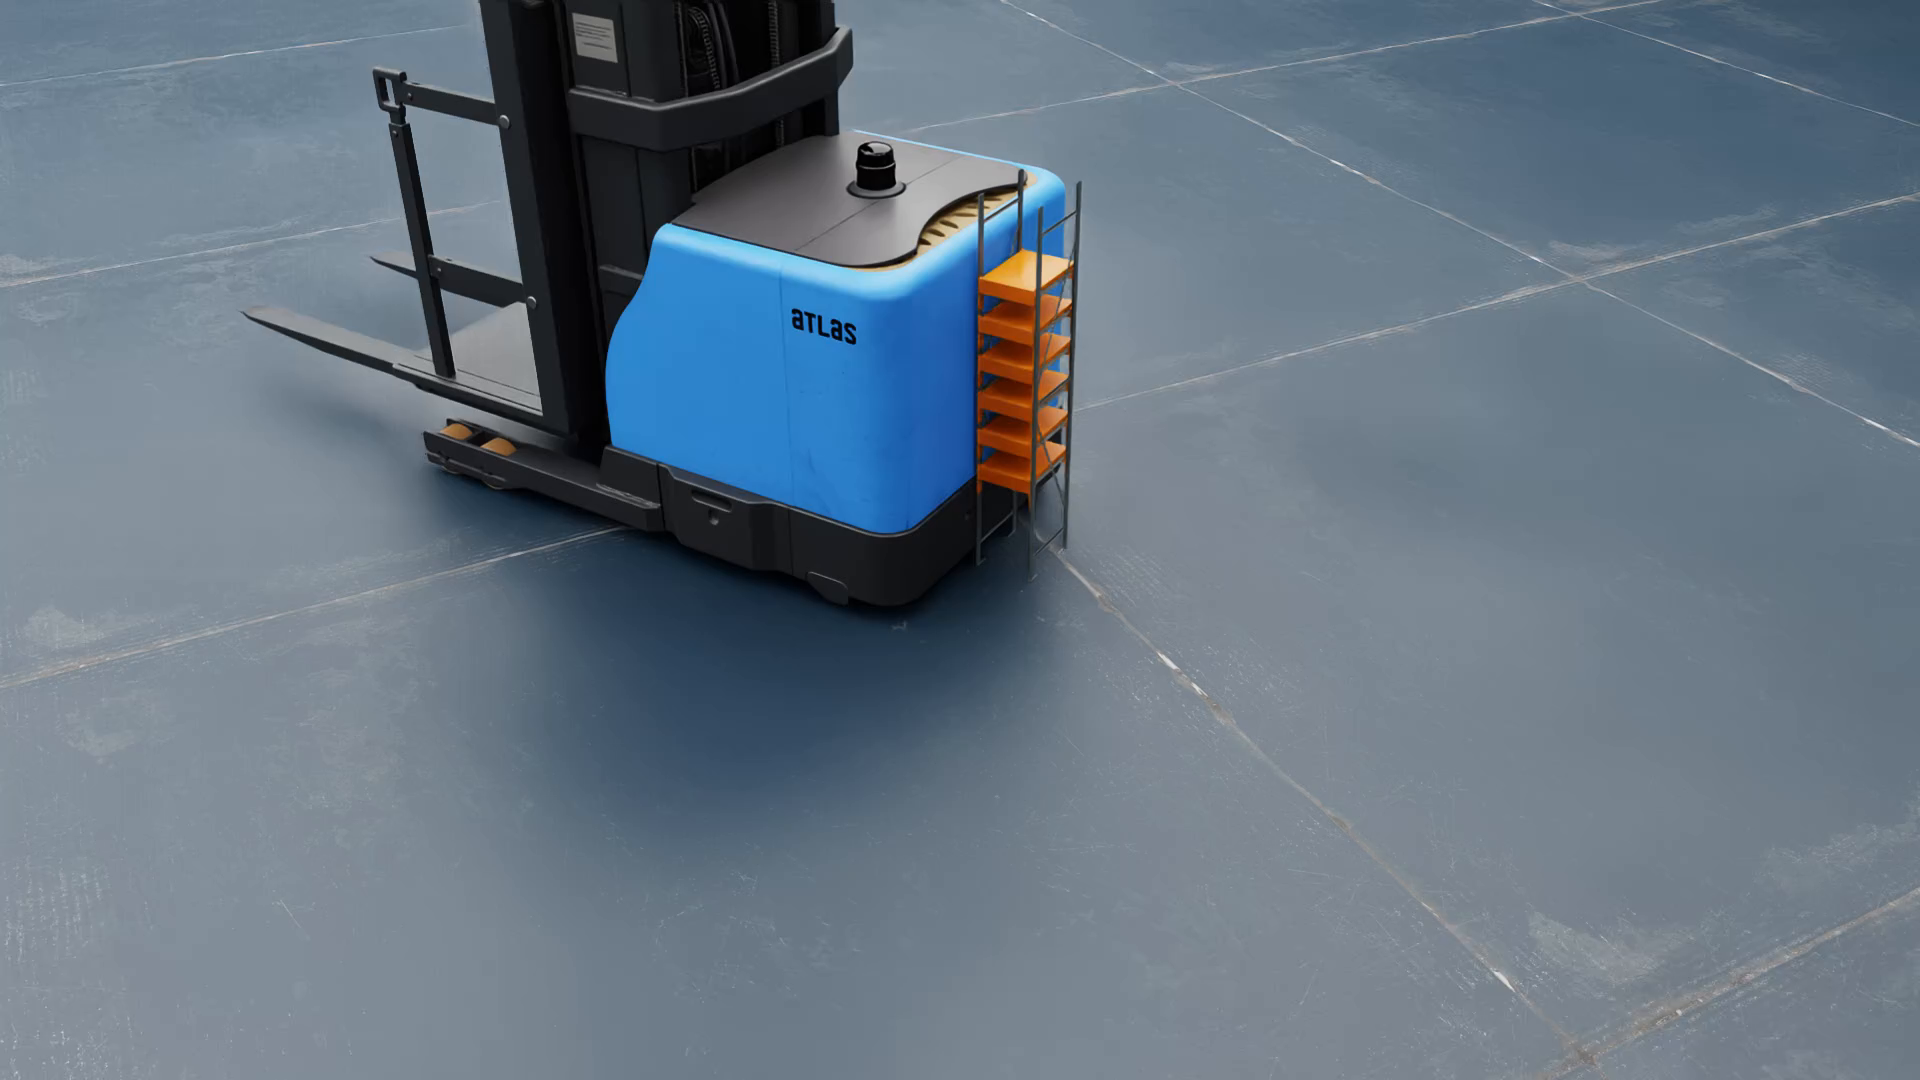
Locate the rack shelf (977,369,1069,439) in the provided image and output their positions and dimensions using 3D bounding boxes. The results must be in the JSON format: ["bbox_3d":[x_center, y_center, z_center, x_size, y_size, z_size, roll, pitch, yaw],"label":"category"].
[{"bbox_3d":[0.192,-0.415,4.867,0.180,0.103,0.258,18,37,26],"label":"rack shelf"}]

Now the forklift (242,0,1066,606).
[{"bbox_3d":[-1.195,-1.625,5.069,3.031,2.935,1.130,18,37,26],"label":"forklift"}]

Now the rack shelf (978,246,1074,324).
[{"bbox_3d":[0.192,-0.718,4.673,0.180,0.103,0.258,18,37,26],"label":"rack shelf"}]

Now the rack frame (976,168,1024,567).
[{"bbox_3d":[0.114,-0.478,4.883,0.006,1.200,0.240,18,37,26],"label":"rack frame"}]

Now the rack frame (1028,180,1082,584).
[{"bbox_3d":[0.270,-0.426,4.803,0.006,1.200,0.240,18,37,26],"label":"rack frame"}]

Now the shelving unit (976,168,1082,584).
[{"bbox_3d":[0.192,-0.452,4.843,0.189,1.200,0.258,18,37,26],"label":"shelving unit"}]

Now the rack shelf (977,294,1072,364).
[{"bbox_3d":[0.192,-0.617,4.738,0.180,0.103,0.258,18,37,26],"label":"rack shelf"}]

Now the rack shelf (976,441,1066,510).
[{"bbox_3d":[0.192,-0.213,4.997,0.180,0.103,0.258,18,37,26],"label":"rack shelf"}]

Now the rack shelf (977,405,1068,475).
[{"bbox_3d":[0.192,-0.314,4.932,0.180,0.103,0.258,18,37,26],"label":"rack shelf"}]

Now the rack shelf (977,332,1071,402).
[{"bbox_3d":[0.192,-0.516,4.803,0.180,0.103,0.258,18,37,26],"label":"rack shelf"}]
